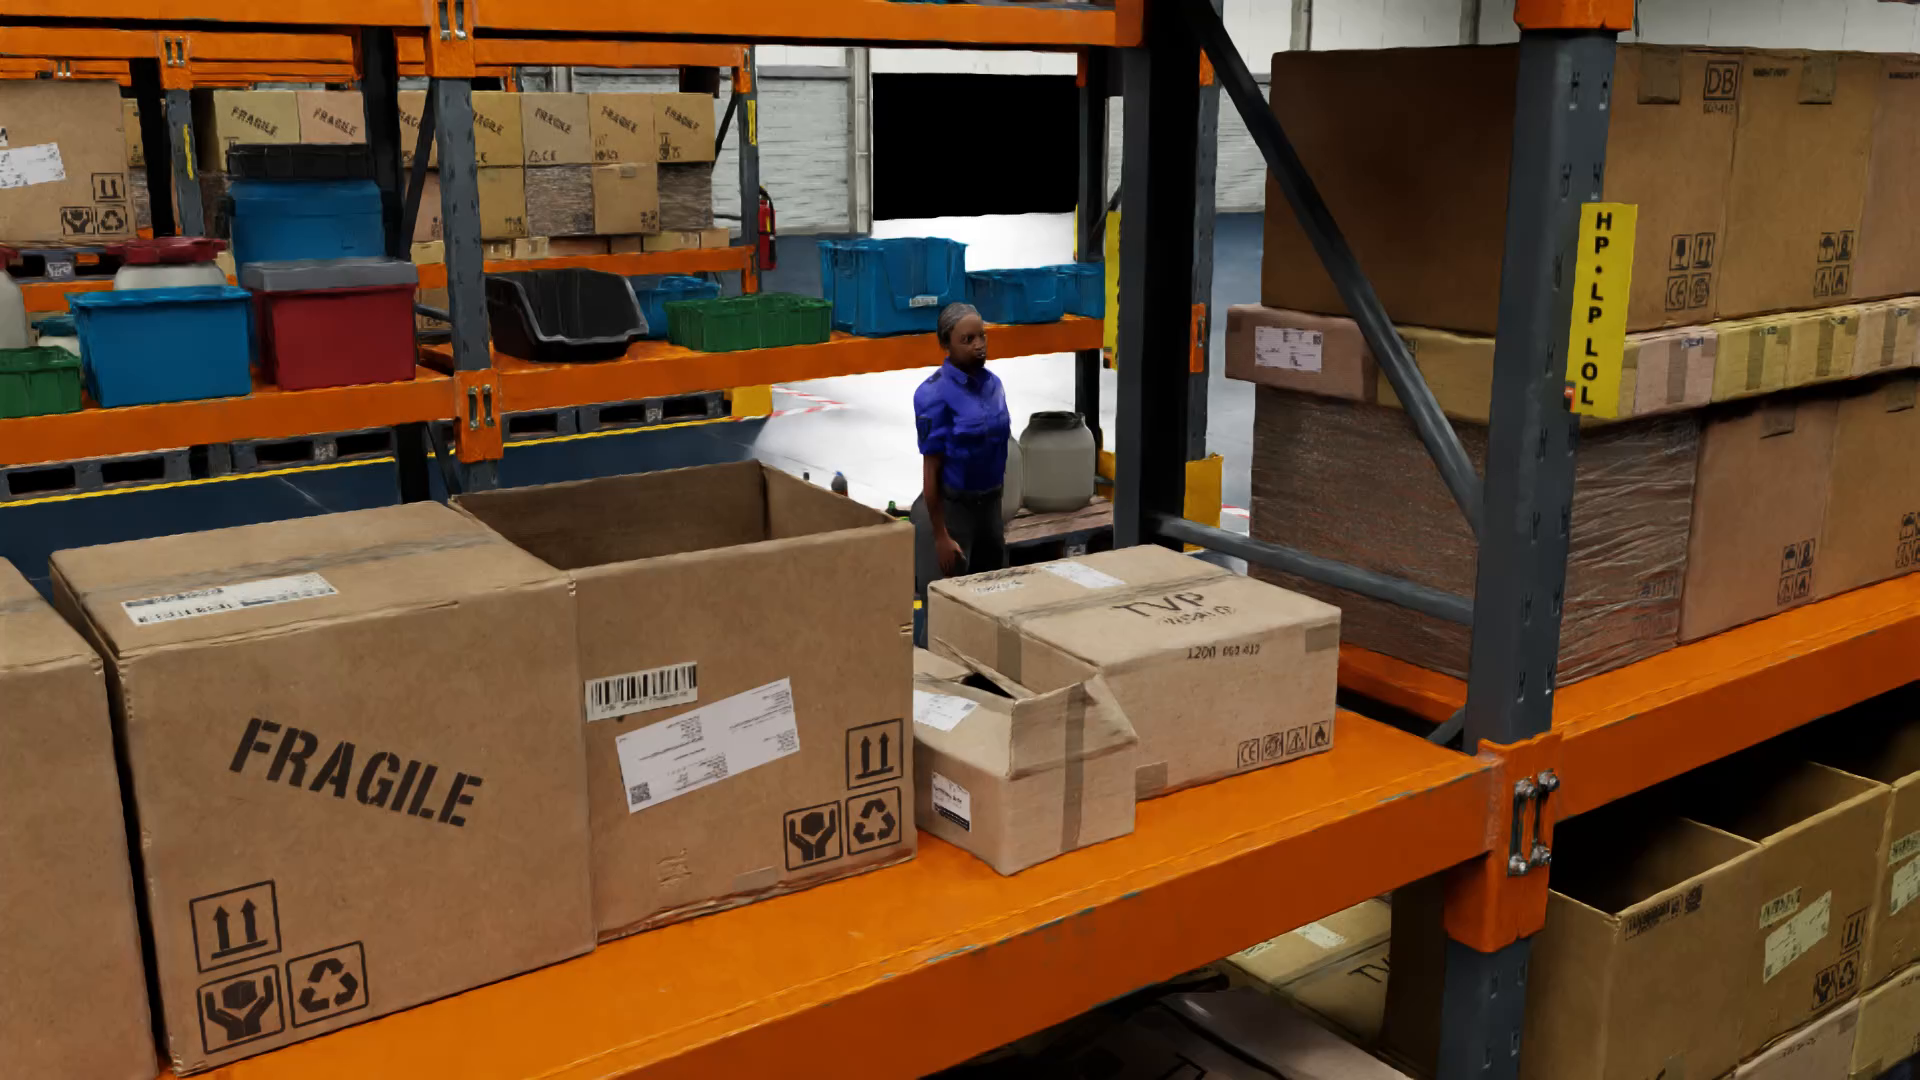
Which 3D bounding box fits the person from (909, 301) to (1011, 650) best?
[{"bbox_3d":[0.038,-0.059,6.195,0.359,1.657,0.469,13,20,41],"label":"person"}]
